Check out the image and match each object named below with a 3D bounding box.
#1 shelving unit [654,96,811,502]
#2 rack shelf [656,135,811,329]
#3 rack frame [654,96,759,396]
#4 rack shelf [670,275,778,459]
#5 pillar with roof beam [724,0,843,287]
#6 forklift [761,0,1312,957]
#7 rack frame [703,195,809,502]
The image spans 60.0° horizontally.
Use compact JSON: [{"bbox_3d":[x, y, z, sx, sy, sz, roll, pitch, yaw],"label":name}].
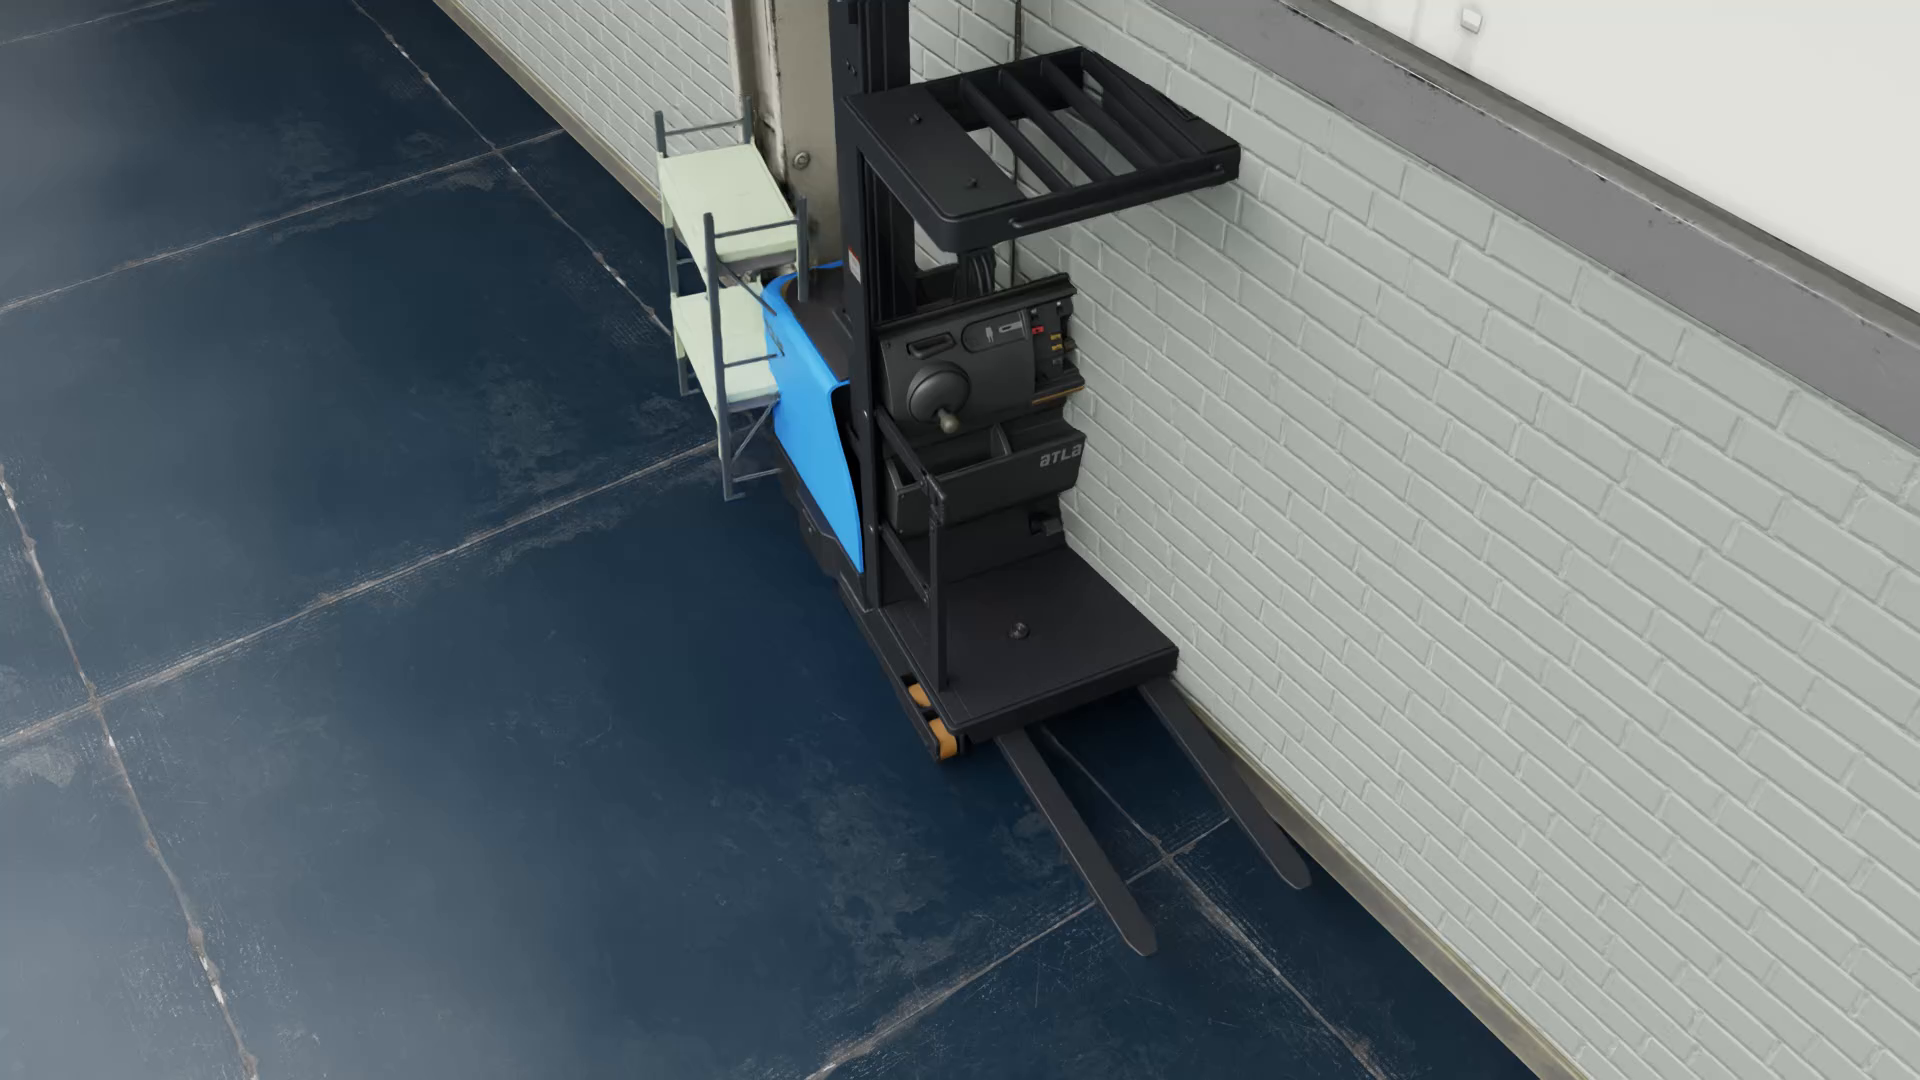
[{"bbox_3d":[-0.944,-0.991,7.041,0.431,1.500,0.755,-14,49,-17],"label":"shelving unit"},{"bbox_3d":[-0.925,-1.261,6.760,0.431,0.370,0.720,-14,49,-17],"label":"rack shelf"},{"bbox_3d":[-1.079,-1.241,7.272,0.400,1.500,0.023,-14,49,-17],"label":"rack frame"},{"bbox_3d":[-0.959,-0.766,7.276,0.431,0.370,0.720,-14,49,-17],"label":"rack shelf"},{"bbox_3d":[-4.235,-2.226,3.056,9.100,9.000,0.400,-26,49,-24],"label":"pillar with roof beam"},{"bbox_3d":[0.257,-0.569,5.714,1.130,2.935,3.031,-18,47,-18],"label":"forklift"},{"bbox_3d":[-0.809,-0.741,6.811,0.400,1.500,0.023,-14,49,-17],"label":"rack frame"}]
